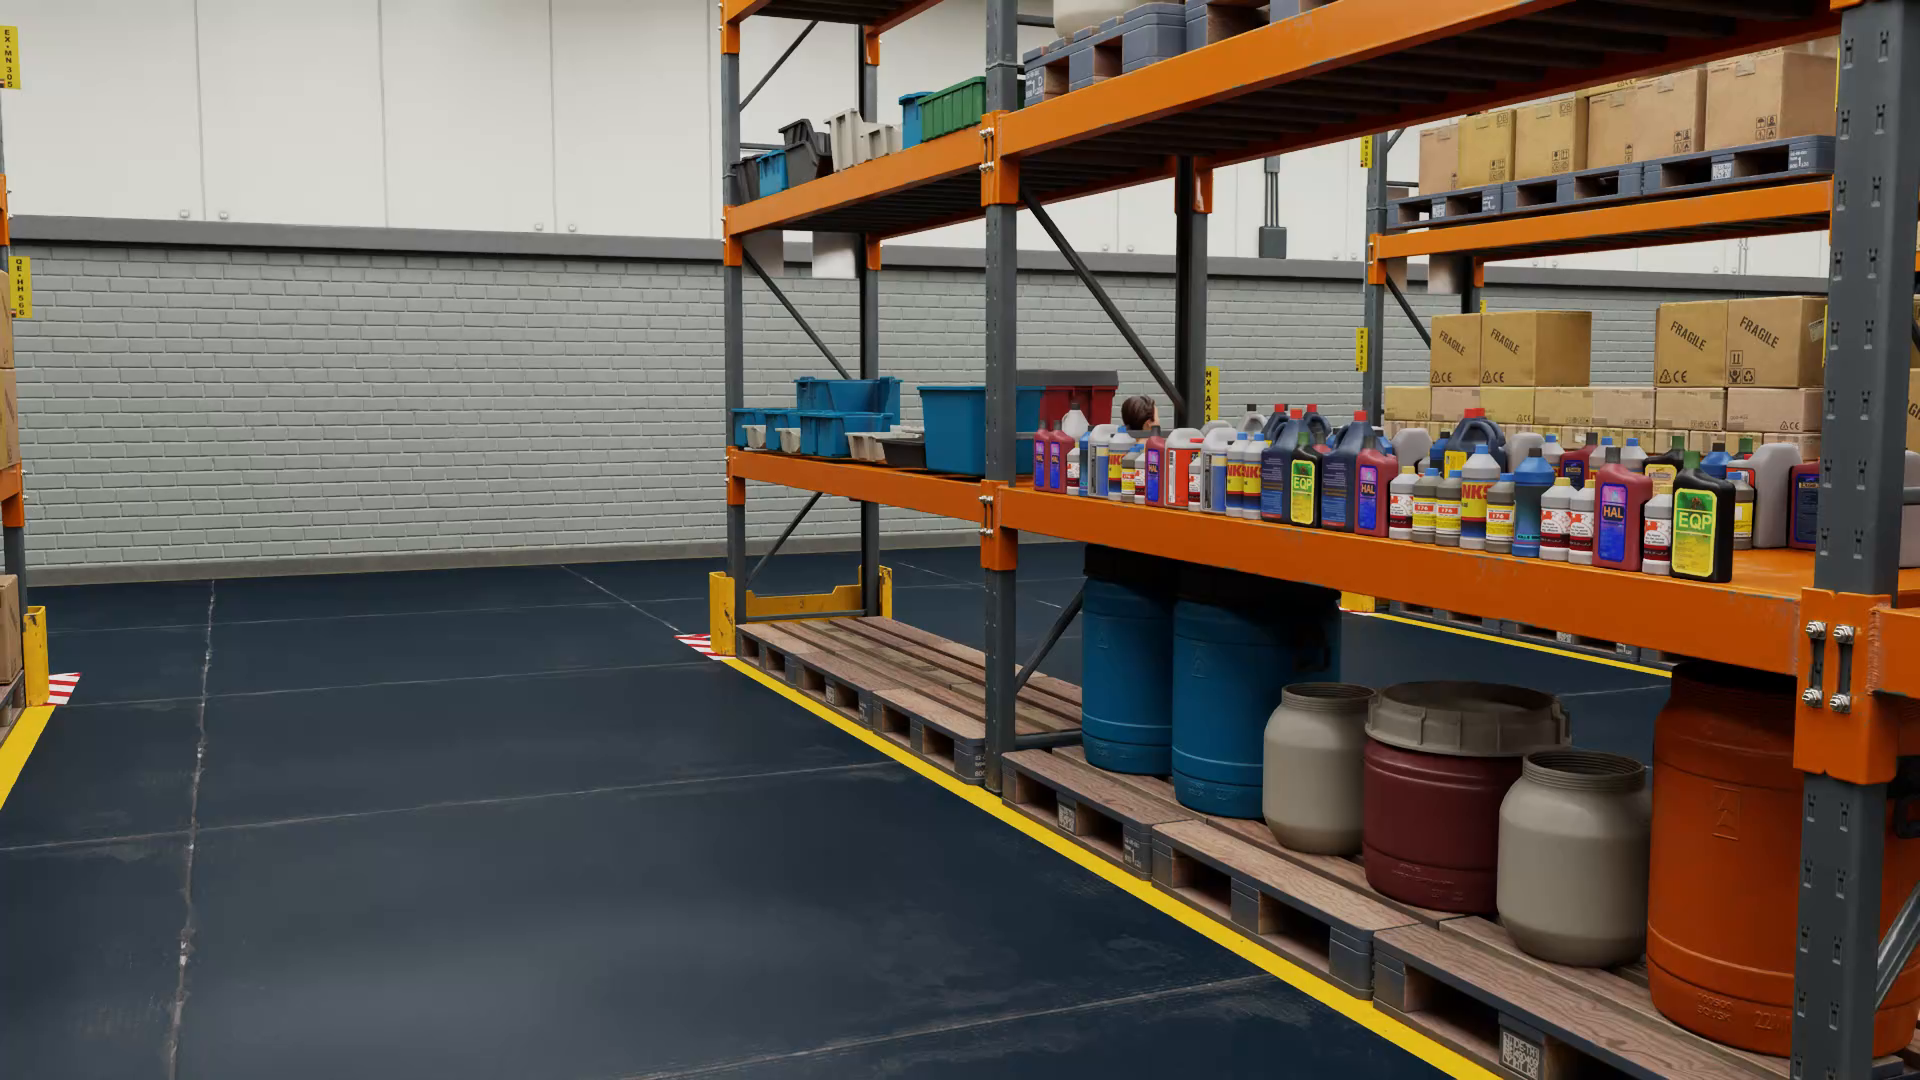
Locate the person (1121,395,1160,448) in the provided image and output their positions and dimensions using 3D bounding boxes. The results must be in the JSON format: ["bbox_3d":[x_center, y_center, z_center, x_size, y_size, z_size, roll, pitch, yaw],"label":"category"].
[{"bbox_3d":[1.110,0.039,9.201,0.559,1.649,0.425,-2,6,-23],"label":"person"}]
